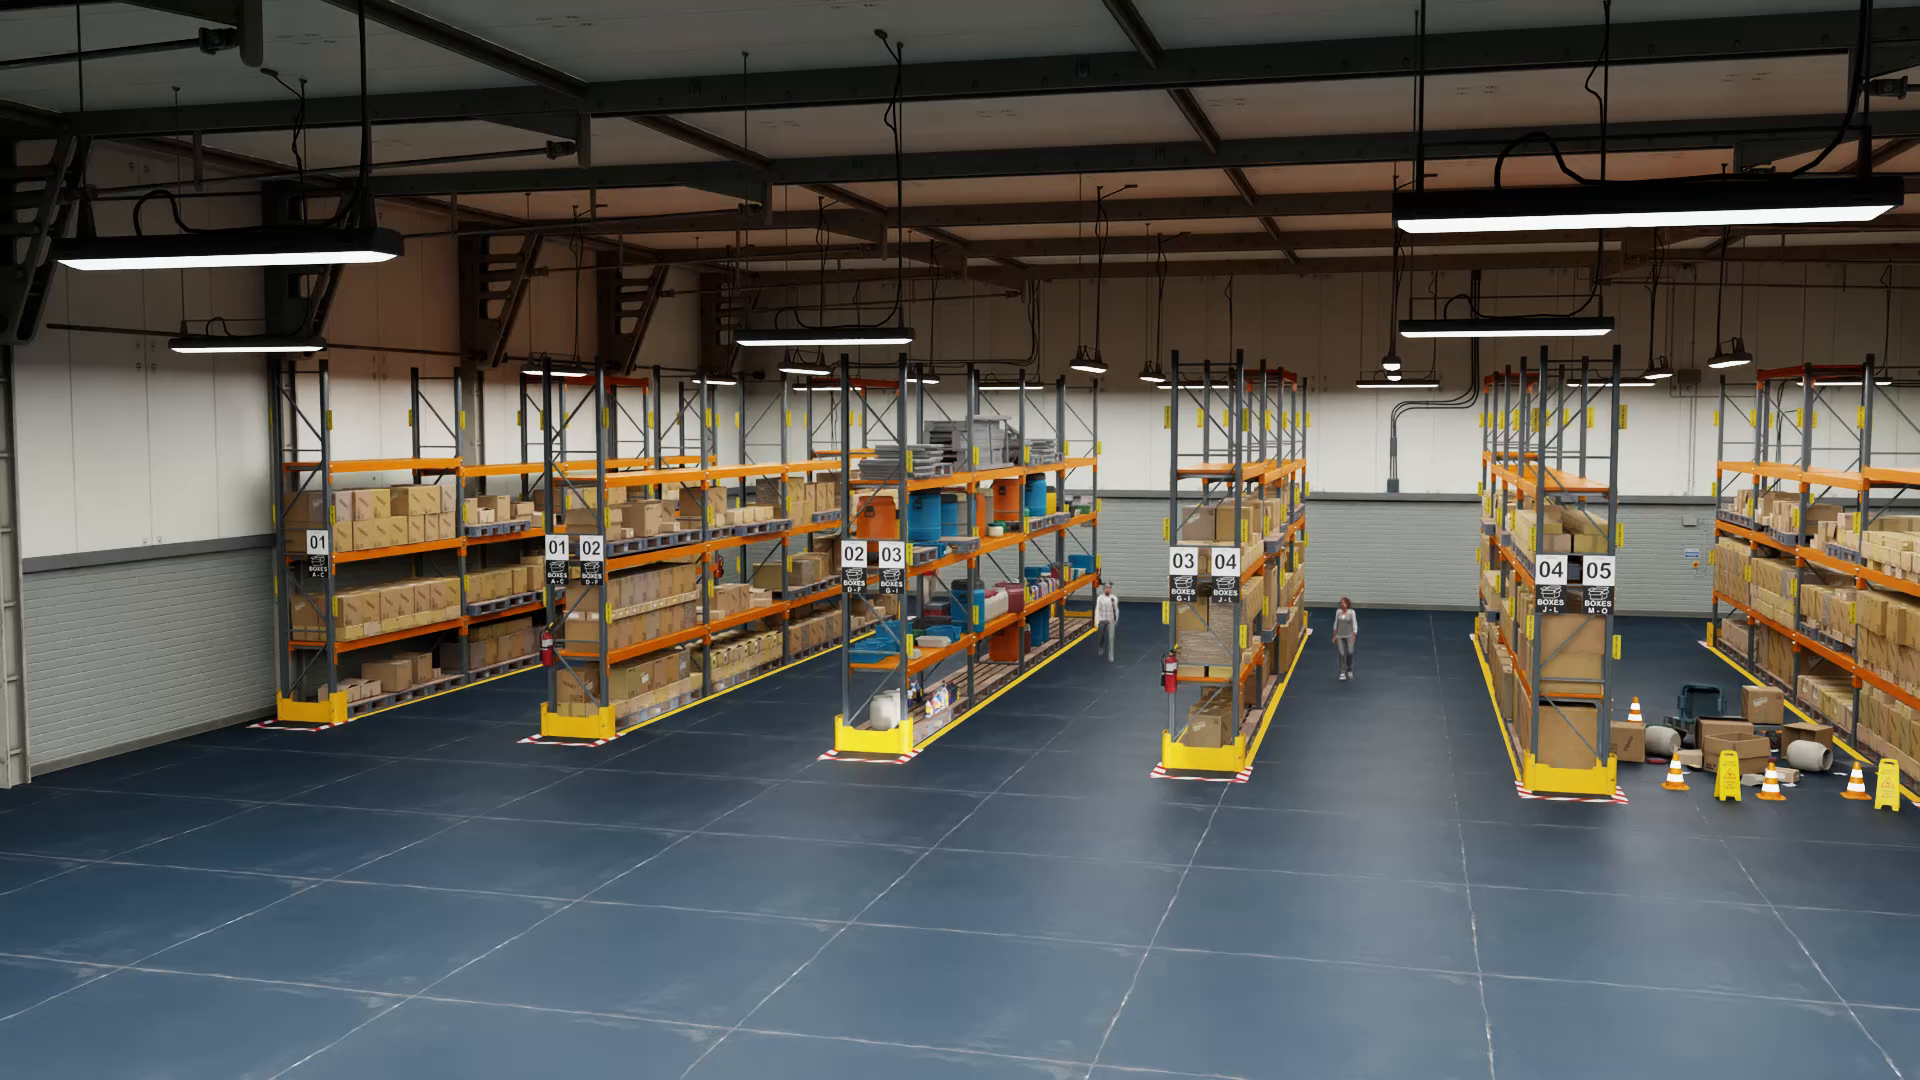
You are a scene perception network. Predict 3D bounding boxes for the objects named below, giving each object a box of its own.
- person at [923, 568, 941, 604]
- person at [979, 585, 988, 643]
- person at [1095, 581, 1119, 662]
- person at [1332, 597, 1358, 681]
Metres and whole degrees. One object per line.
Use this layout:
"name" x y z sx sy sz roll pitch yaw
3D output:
"person" -0.800 1.062 43.184 0.565 1.752 0.862 -1 4 -19
"person" 0.323 1.523 37.050 0.667 1.633 0.725 2 5 27
"person" 3.063 1.669 34.618 0.490 1.642 0.989 0 4 5
"person" 7.399 1.903 31.966 0.467 1.617 0.449 1 4 16
